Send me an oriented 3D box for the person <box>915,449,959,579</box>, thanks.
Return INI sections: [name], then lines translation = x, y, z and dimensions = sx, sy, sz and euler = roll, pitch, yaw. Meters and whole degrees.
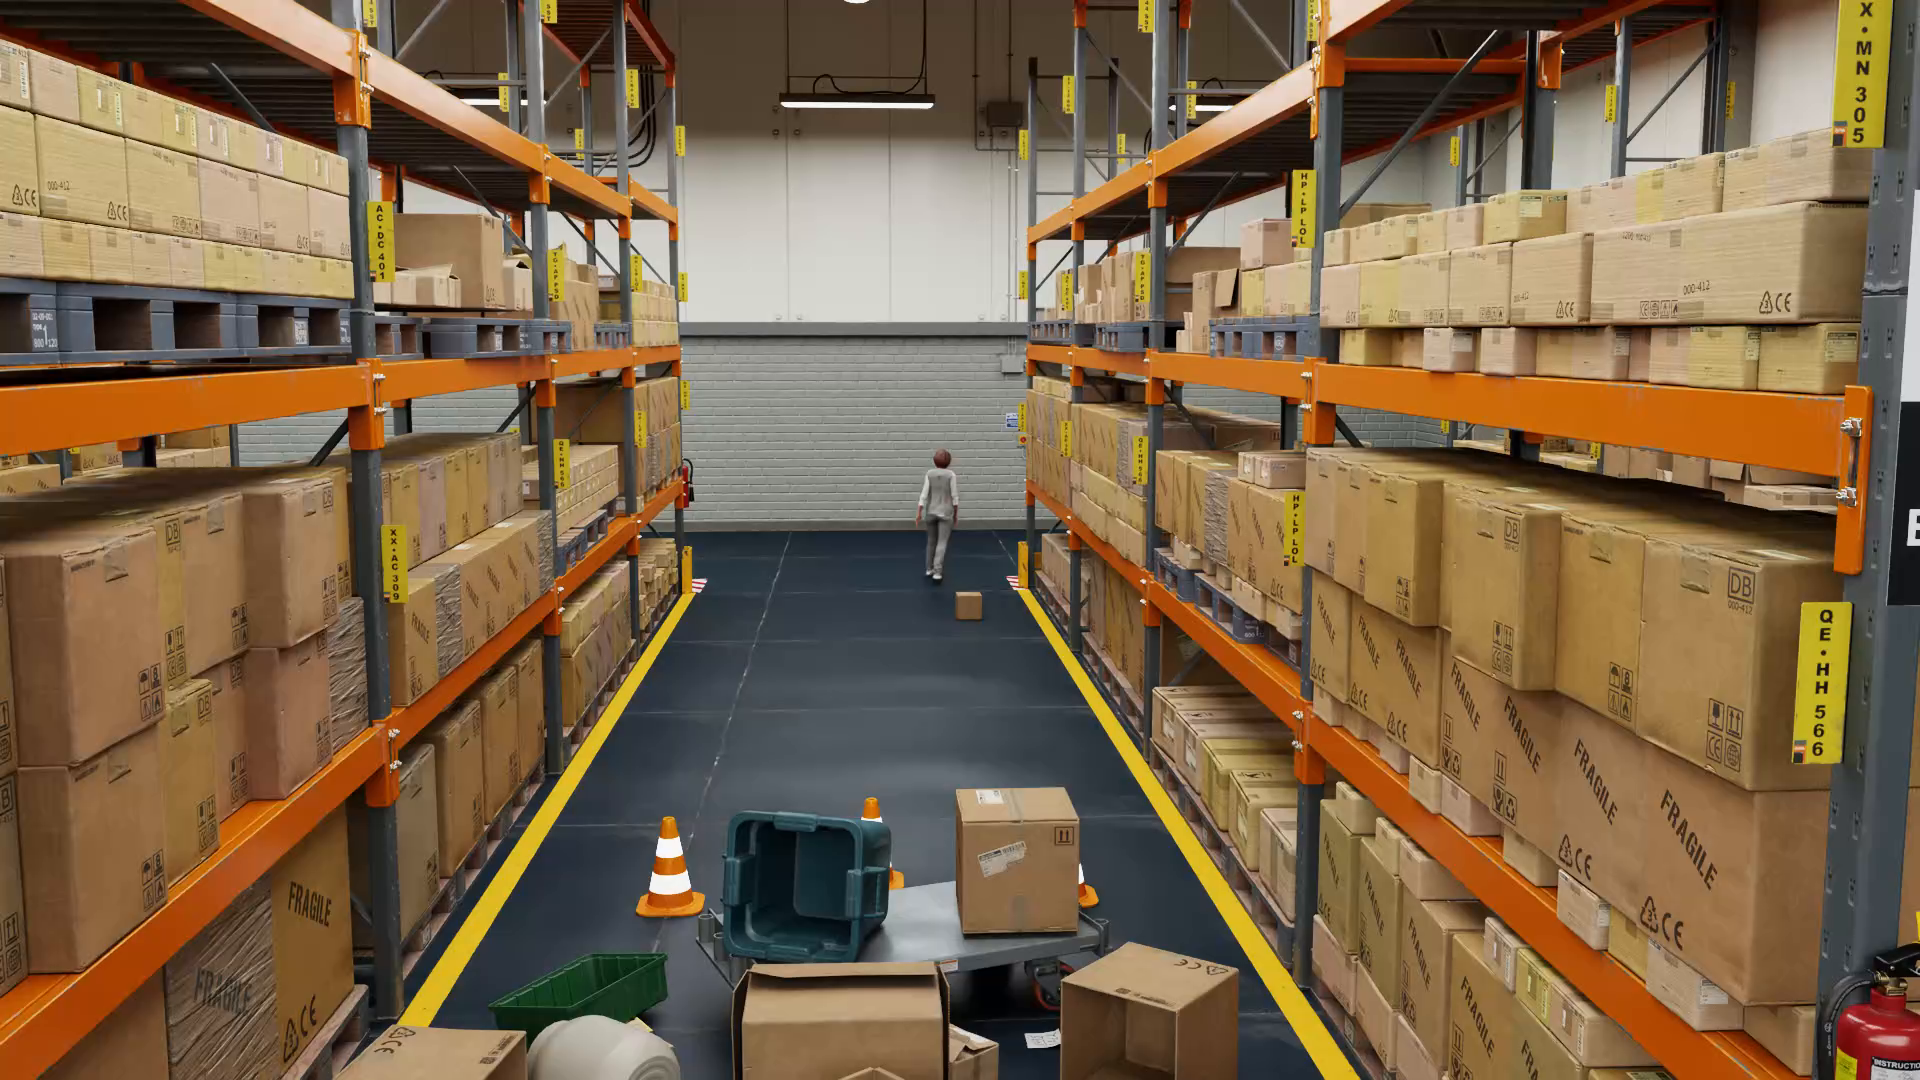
[person]
translation = -0.249, -0.317, 19.831
dimensions = 0.495, 1.534, 0.871
euler = 2, 7, 14
